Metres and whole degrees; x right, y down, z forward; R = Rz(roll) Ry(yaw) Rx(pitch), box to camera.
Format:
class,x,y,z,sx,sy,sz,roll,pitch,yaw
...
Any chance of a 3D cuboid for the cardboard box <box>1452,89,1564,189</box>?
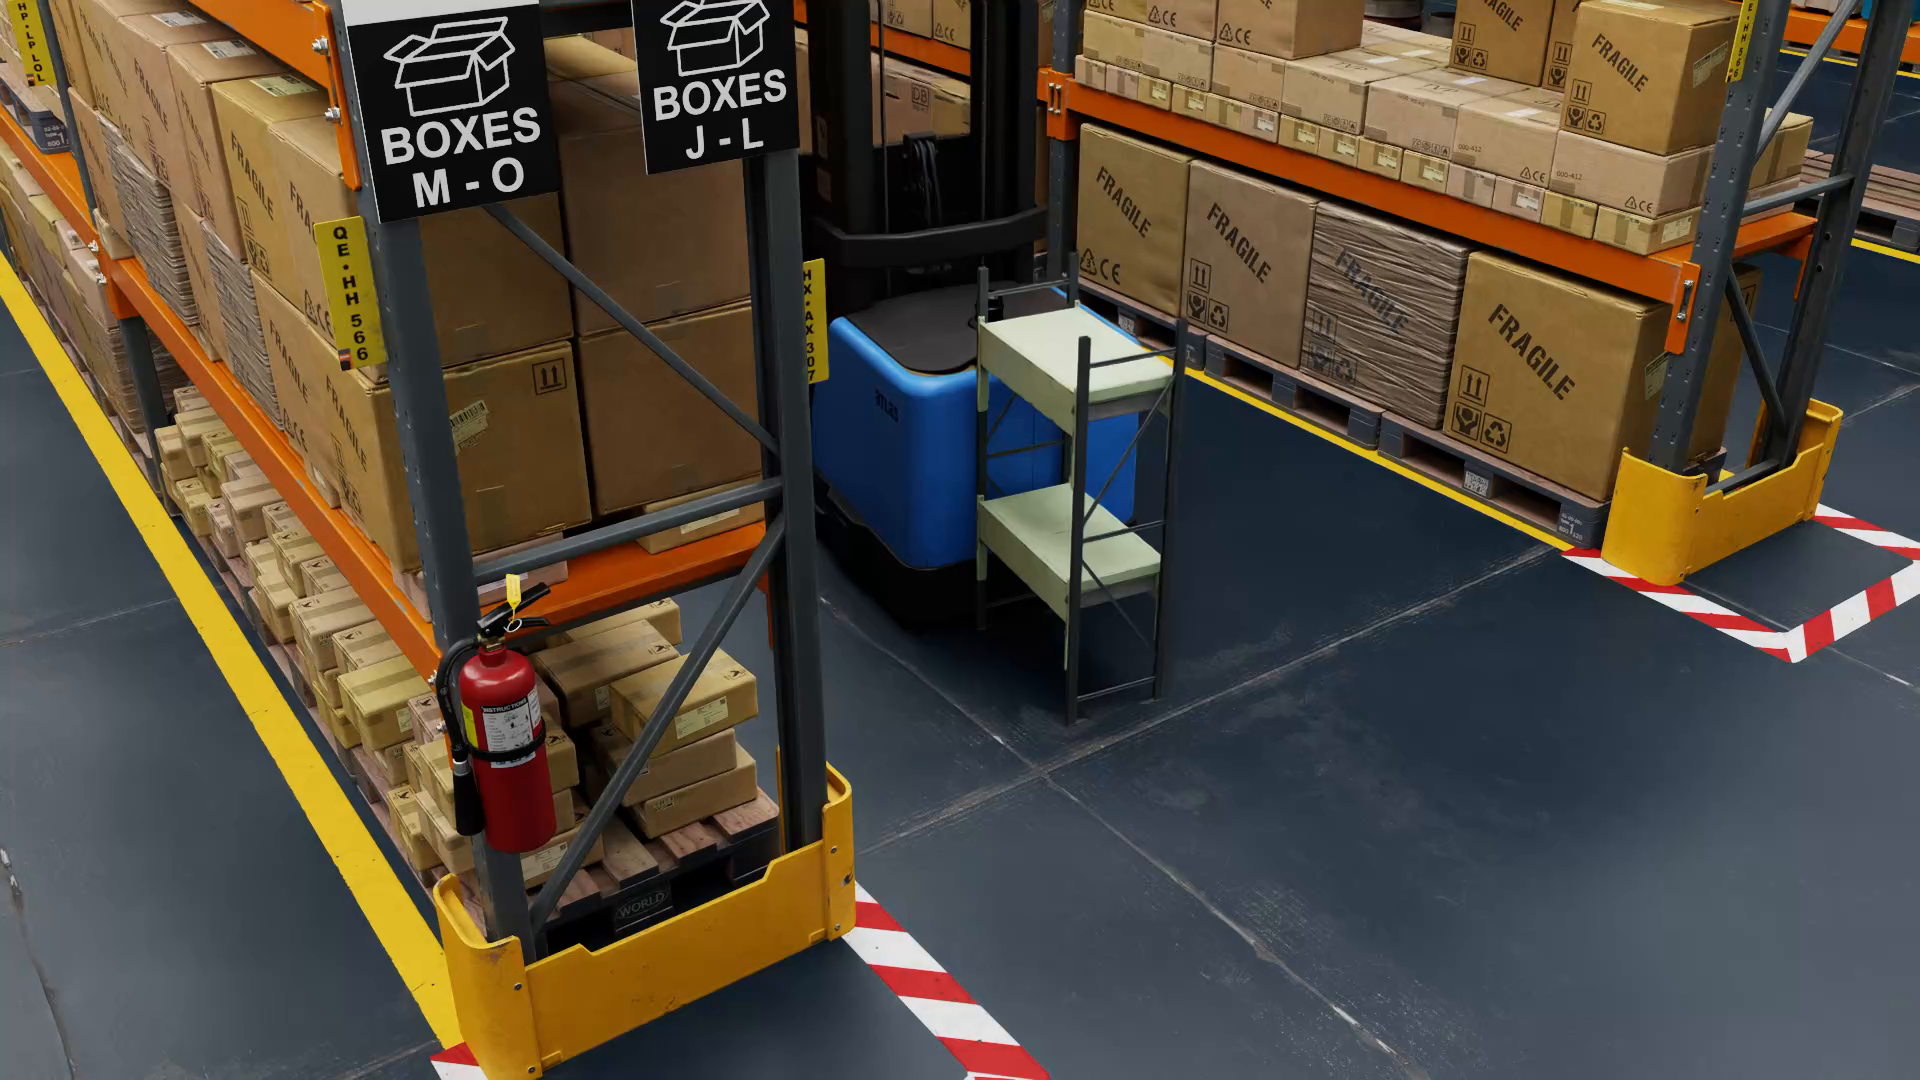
class,x,y,z,sx,sy,sz,roll,pitch,yaw
cardboard box,2.485,-1.727,7.133,0.500,0.250,0.500,-19,34,-31

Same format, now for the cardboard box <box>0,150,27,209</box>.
class,x,y,z,sx,sy,sz,roll,pitch,yaw
cardboard box,-4.967,-2.010,9.201,0.500,0.250,0.500,-19,34,-31

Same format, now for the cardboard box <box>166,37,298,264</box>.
class,x,y,z,sx,sy,sz,roll,pitch,yaw
cardboard box,-1.894,-1.136,4.735,0.500,0.500,0.500,-17,33,-28

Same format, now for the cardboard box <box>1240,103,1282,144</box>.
class,x,y,z,sx,sy,sz,roll,pitch,yaw
cardboard box,1.608,-2.084,8.208,0.380,0.149,0.250,-18,33,-30

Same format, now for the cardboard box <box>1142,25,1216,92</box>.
class,x,y,z,sx,sy,sz,roll,pitch,yaw
cardboard box,1.299,-2.520,8.593,0.500,0.250,0.500,-19,34,-31

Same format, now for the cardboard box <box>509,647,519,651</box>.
class,x,y,z,sx,sy,sz,roll,pitch,yaw
cardboard box,-1.537,0.247,5.888,0.380,0.149,0.250,-21,35,-33

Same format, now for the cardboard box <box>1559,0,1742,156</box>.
class,x,y,z,sx,sy,sz,roll,pitch,yaw
cardboard box,2.779,-1.861,6.594,0.500,0.500,0.500,-18,33,-30

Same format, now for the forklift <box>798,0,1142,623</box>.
class,x,y,z,sx,sy,sz,roll,pitch,yaw
forklift,-0.369,-1.642,7.203,1.130,2.935,3.031,-13,31,-22

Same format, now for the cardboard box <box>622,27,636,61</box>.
class,x,y,z,sx,sy,sz,roll,pitch,yaw
cardboard box,-2.436,-4.241,14.074,0.700,0.500,0.500,-16,32,-27

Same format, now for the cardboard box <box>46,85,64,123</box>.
class,x,y,z,sx,sy,sz,roll,pitch,yaw
cardboard box,-3.975,-2.041,7.688,0.380,0.149,0.250,-21,35,-33

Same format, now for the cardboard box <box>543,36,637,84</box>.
class,x,y,z,sx,sy,sz,roll,pitch,yaw
cardboard box,-1.165,-1.073,4.619,0.500,0.500,0.500,-18,33,-29

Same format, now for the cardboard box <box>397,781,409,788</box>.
class,x,y,z,sx,sy,sz,roll,pitch,yaw
cardboard box,-1.613,0.706,5.354,0.380,0.149,0.250,-19,34,-31

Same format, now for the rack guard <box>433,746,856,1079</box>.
class,x,y,z,sx,sy,sz,roll,pitch,yaw
rack guard,-0.867,1.052,4.788,1.175,0.500,0.348,-19,34,-31

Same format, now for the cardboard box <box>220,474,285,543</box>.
class,x,y,z,sx,sy,sz,roll,pitch,yaw
cardboard box,-2.563,-0.149,6.304,0.380,0.149,0.250,-18,33,-30

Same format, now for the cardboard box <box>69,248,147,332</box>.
class,x,y,z,sx,sy,sz,roll,pitch,yaw
cardboard box,-3.782,-1.207,7.722,0.500,0.250,0.500,-20,34,-32

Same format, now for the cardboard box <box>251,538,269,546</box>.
class,x,y,z,sx,sy,sz,roll,pitch,yaw
cardboard box,-2.509,-0.027,6.392,0.380,0.149,0.250,-17,33,-28

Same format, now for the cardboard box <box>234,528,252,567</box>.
class,x,y,z,sx,sy,sz,roll,pitch,yaw
cardboard box,-2.665,-0.002,6.658,0.380,0.149,0.250,-20,34,-32

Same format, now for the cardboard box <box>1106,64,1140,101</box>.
class,x,y,z,sx,sy,sz,roll,pitch,yaw
cardboard box,1.008,-2.486,8.947,0.380,0.149,0.250,-20,34,-32

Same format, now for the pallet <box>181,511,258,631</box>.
class,x,y,z,sx,sy,sz,roll,pitch,yaw
pallet,-2.725,-0.095,7.204,1.003,0.211,1.213,-19,34,-31

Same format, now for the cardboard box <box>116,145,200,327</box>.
class,x,y,z,sx,sy,sz,roll,pitch,yaw
cardboard box,-2.506,-1.088,5.693,0.500,0.500,0.500,-20,34,-32

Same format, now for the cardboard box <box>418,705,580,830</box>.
class,x,y,z,sx,sy,sz,roll,pitch,yaw
cardboard box,-1.337,0.655,4.825,0.380,0.149,0.250,-18,33,-30

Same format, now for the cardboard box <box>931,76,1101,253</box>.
class,x,y,z,sx,sy,sz,roll,pitch,yaw
cardboard box,0.568,-2.399,10.311,1.225,0.875,0.875,-19,34,-30

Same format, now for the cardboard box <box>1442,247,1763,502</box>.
class,x,y,z,sx,sy,sz,roll,pitch,yaw
cardboard box,2.839,-0.828,7.418,0.875,0.875,0.875,-19,34,-31

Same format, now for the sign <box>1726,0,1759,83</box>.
class,x,y,z,sx,sy,sz,roll,pitch,yaw
sign,2.825,-1.818,5.994,0.100,0.325,0.005,-19,34,-31

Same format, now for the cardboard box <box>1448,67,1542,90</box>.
class,x,y,z,sx,sy,sz,roll,pitch,yaw
cardboard box,2.622,-2.073,7.770,0.500,0.250,0.500,-20,34,-32

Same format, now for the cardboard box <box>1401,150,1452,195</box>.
class,x,y,z,sx,sy,sz,roll,pitch,yaw
cardboard box,2.207,-1.684,7.471,0.380,0.149,0.250,-20,34,-32

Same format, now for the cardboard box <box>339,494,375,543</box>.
class,x,y,z,sx,sy,sz,roll,pitch,yaw
cardboard box,-1.514,-0.155,4.656,0.380,0.149,0.250,-19,34,-31

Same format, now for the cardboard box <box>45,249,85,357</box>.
class,x,y,z,sx,sy,sz,roll,pitch,yaw
cardboard box,-4.369,-1.276,8.635,0.500,0.500,0.500,-20,34,-32

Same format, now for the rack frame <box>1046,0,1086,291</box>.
class,x,y,z,sx,sy,sz,roll,pitch,yaw
rack frame,0.955,-2.905,9.457,1.000,3.000,0.127,-19,34,-31

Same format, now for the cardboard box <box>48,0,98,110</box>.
class,x,y,z,sx,sy,sz,roll,pitch,yaw
cardboard box,-3.080,-1.943,6.220,0.500,0.500,0.500,-18,33,-29

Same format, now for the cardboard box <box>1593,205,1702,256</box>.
class,x,y,z,sx,sy,sz,roll,pitch,yaw
cardboard box,2.801,-1.287,6.740,0.380,0.149,0.250,-18,33,-30

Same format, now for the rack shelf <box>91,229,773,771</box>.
class,x,y,z,sx,sy,sz,roll,pitch,yaw
rack shelf,-1.984,-0.478,5.741,1.077,0.370,4.000,-19,34,-31

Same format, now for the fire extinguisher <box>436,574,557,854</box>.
class,x,y,z,sx,sy,sz,roll,pitch,yaw
fire extinguisher,-1.053,0.407,3.829,0.296,0.674,0.183,-19,34,-31

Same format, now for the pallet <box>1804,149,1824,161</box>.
class,x,y,z,sx,sy,sz,roll,pitch,yaw
pallet,5.448,-2.776,12.140,1.003,0.211,1.213,-19,34,-31

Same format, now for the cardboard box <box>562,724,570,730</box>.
class,x,y,z,sx,sy,sz,roll,pitch,yaw
cardboard box,-1.235,0.586,5.576,0.380,0.149,0.250,-18,33,-30

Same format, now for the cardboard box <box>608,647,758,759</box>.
class,x,y,z,sx,sy,sz,roll,pitch,yaw
cardboard box,-0.851,0.493,5.124,0.380,0.149,0.250,-21,35,-33

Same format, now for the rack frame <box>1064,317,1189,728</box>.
class,x,y,z,sx,sy,sz,roll,pitch,yaw
rack frame,0.563,-0.026,5.726,0.400,1.500,0.023,-13,31,-22

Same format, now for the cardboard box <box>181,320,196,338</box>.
class,x,y,z,sx,sy,sz,roll,pitch,yaw
cardboard box,-2.592,-0.868,5.969,0.380,0.149,0.250,-18,33,-30

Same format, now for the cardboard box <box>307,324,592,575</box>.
class,x,y,z,sx,sy,sz,roll,pitch,yaw
cardboard box,-1.294,-0.295,4.233,0.500,0.500,0.500,-18,33,-30

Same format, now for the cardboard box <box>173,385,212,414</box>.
class,x,y,z,sx,sy,sz,roll,pitch,yaw
cardboard box,-3.113,-0.573,7.087,0.380,0.149,0.250,-17,33,-29

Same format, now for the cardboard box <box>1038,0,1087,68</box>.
class,x,y,z,sx,sy,sz,roll,pitch,yaw
cardboard box,0.462,-3.056,9.628,0.500,0.500,0.500,-19,34,-30

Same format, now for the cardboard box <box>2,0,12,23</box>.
class,x,y,z,sx,sy,sz,roll,pitch,yaw
cardboard box,-4.448,-2.620,8.132,0.380,0.149,0.250,-19,34,-31

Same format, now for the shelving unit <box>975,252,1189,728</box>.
class,x,y,z,sx,sy,sz,roll,pitch,yaw
shelving unit,0.405,-0.183,6.016,0.431,1.500,0.755,-13,31,-22

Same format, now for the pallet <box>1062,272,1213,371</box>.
class,x,y,z,sx,sy,sz,roll,pitch,yaw
pallet,1.333,-1.363,9.538,1.003,0.211,1.213,-19,34,-31

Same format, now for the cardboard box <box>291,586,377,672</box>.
class,x,y,z,sx,sy,sz,roll,pitch,yaw
cardboard box,-1.989,0.268,5.537,0.380,0.149,0.250,-17,33,-29

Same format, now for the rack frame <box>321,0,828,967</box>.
class,x,y,z,sx,sy,sz,roll,pitch,yaw
rack frame,-0.823,-0.017,4.137,1.000,3.000,0.127,-19,34,-31

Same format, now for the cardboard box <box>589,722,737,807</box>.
class,x,y,z,sx,sy,sz,roll,pitch,yaw
cardboard box,-0.918,0.646,5.153,0.380,0.149,0.250,-17,33,-29

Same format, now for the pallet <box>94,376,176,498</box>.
class,x,y,z,sx,sy,sz,roll,pitch,yaw
pallet,-3.596,-0.648,8.223,1.003,0.211,1.213,-19,34,-31

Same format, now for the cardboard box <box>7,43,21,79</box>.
class,x,y,z,sx,sy,sz,roll,pitch,yaw
cardboard box,-4.598,-2.456,8.452,0.380,0.149,0.250,-18,33,-30

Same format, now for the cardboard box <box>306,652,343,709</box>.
class,x,y,z,sx,sy,sz,roll,pitch,yaw
cardboard box,-1.976,0.396,5.614,0.380,0.149,0.250,-18,33,-30

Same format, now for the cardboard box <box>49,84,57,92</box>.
class,x,y,z,sx,sy,sz,roll,pitch,yaw
cardboard box,-3.993,-2.181,7.634,0.380,0.149,0.250,-20,34,-32
